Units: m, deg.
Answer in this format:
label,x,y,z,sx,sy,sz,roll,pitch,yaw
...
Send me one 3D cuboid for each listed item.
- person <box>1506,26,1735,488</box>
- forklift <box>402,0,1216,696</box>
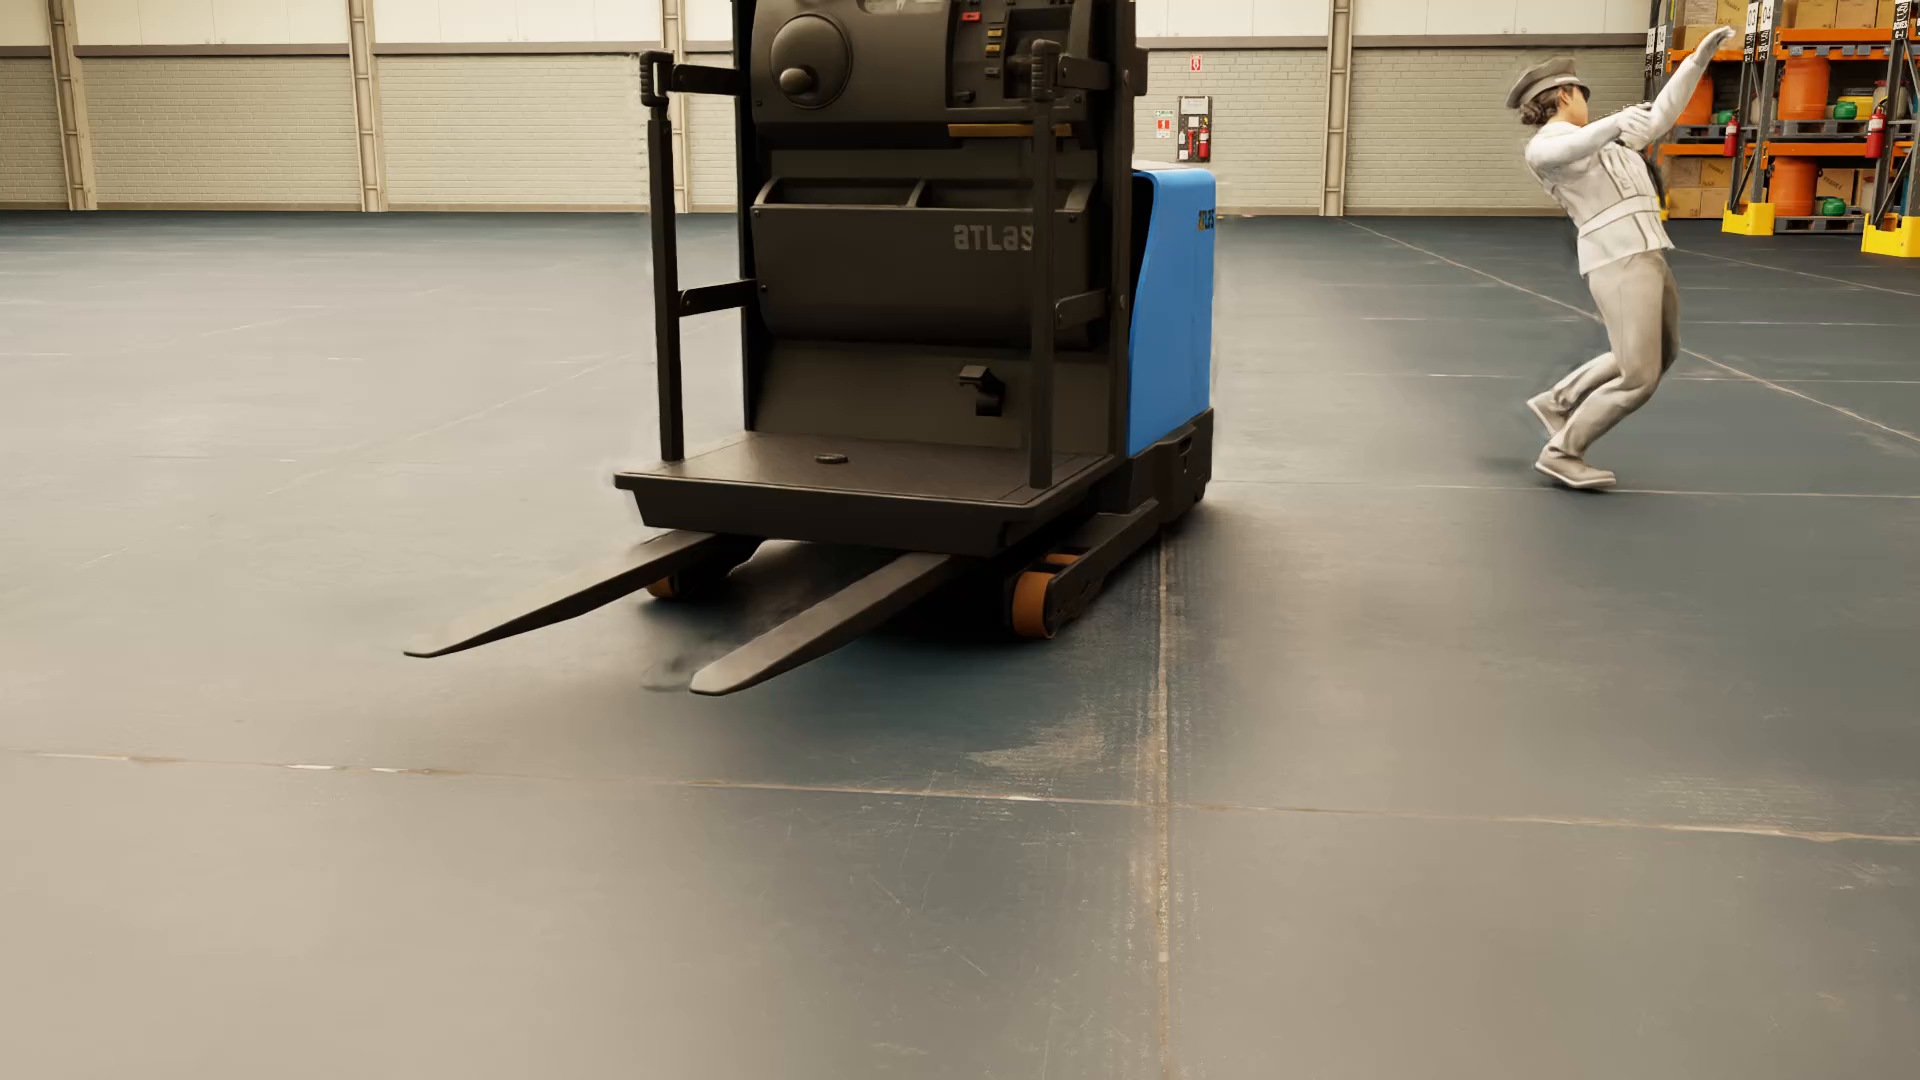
label,x,y,z,sx,sy,sz,roll,pitch,yaw
person,2.100,-0.932,5.559,0.716,1.515,0.979,7,15,28
forklift,-0.177,-1.296,4.054,1.130,2.935,3.031,5,14,21
